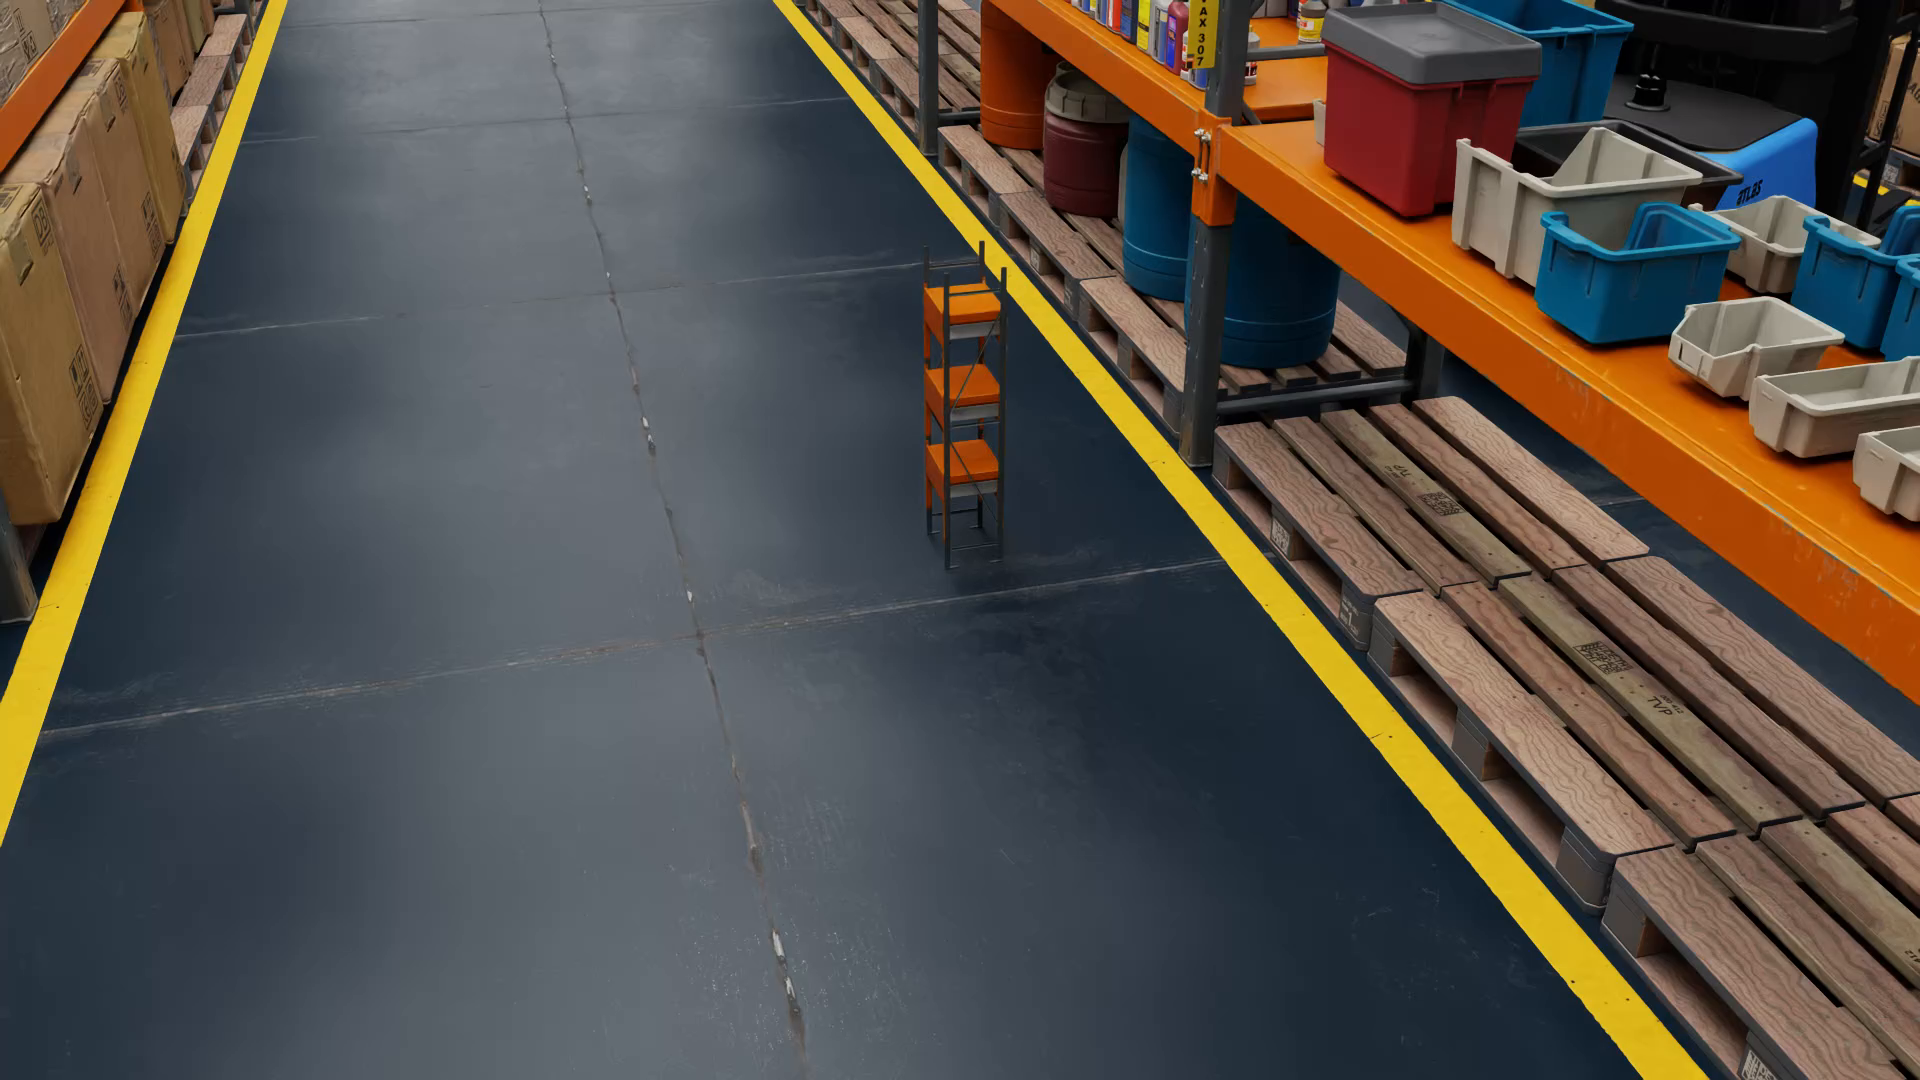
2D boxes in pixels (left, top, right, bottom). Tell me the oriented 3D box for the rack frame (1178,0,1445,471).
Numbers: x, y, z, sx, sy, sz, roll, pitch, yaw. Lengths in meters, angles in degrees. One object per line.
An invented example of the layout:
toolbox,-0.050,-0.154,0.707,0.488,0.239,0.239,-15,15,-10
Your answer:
rack frame,1.324,-1.654,5.614,1.000,3.000,0.127,-8,31,-13

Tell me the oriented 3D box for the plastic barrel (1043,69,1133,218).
plastic barrel,0.709,-1.945,8.104,0.600,0.588,0.708,-8,31,-13

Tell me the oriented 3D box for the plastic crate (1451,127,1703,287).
plastic crate,1.552,-0.867,4.312,0.437,0.282,0.530,-8,31,-13

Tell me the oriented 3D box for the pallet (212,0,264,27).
pallet,-5.787,-3.972,12.402,1.003,0.211,1.213,-8,31,-13

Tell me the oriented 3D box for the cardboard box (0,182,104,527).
cardboard box,-3.640,-0.564,5.432,1.225,0.875,0.875,-8,31,-13

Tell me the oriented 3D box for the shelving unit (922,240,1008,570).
shelving unit,0.014,-0.429,5.442,0.215,1.050,0.252,-8,31,-13

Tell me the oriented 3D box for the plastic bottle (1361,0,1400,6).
plastic bottle,1.533,-1.865,6.028,0.144,0.351,0.185,-8,31,-13

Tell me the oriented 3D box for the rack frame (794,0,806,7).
rack frame,-0.799,-5.518,12.289,1.000,3.000,0.127,-8,31,-13

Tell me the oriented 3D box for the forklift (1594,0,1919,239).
forklift,3.449,-2.390,6.953,1.130,2.935,3.031,26,39,38

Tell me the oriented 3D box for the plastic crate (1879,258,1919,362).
plastic crate,2.288,-0.475,3.683,0.416,0.233,0.300,-8,31,-13

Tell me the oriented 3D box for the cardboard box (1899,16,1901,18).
cardboard box,5.651,-2.681,9.444,0.500,0.500,0.500,-9,31,-15

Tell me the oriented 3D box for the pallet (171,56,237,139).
pallet,-5.039,-2.686,10.181,1.003,0.211,1.213,-8,31,-13

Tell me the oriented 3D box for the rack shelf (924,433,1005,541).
rack shelf,0.014,-0.179,5.587,0.215,0.259,0.240,-8,31,-13

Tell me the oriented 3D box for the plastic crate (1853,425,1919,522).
plastic crate,1.932,-0.146,3.211,0.396,0.136,0.243,-8,31,-13

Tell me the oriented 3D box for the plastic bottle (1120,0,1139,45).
plastic bottle,0.716,-2.123,6.472,0.144,0.351,0.185,-8,31,-13

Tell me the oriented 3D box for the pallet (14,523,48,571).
pallet,-3.728,-0.151,5.801,1.003,0.211,1.213,-8,31,-13

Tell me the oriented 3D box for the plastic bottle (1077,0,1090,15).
plastic bottle,0.580,-2.345,6.931,0.152,0.276,0.135,-8,31,-13

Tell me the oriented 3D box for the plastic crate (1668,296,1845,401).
plastic crate,1.738,-0.418,3.680,0.298,0.136,0.250,-8,31,-13

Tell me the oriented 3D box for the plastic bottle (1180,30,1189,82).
plastic bottle,0.851,-1.768,6.008,0.097,0.201,0.097,0,30,0

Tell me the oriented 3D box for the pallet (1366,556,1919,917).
pallet,1.884,0.493,4.688,1.003,0.211,1.213,-8,31,-13

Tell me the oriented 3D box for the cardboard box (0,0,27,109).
cardboard box,-3.599,-1.779,5.729,0.500,0.500,0.500,-9,31,-14

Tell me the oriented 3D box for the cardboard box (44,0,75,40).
cardboard box,-3.875,-2.273,6.584,0.500,0.500,0.500,-9,31,-15

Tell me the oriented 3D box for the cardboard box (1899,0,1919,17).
cardboard box,5.533,-3.229,9.642,0.500,0.250,0.500,-7,31,-11

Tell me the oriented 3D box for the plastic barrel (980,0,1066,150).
plastic barrel,0.409,-2.595,8.985,0.600,0.830,0.708,-8,31,-13

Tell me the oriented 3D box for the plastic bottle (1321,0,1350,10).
plastic bottle,1.472,-2.051,6.424,0.152,0.276,0.135,-8,31,-13

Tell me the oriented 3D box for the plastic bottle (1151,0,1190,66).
plastic bottle,0.811,-1.924,6.204,0.152,0.276,0.135,-8,31,-13

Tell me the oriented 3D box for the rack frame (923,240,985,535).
rack frame,-0.018,-0.487,5.544,0.200,1.050,0.008,-8,31,-13

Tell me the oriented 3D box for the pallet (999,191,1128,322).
pallet,0.832,-1.416,7.985,1.003,0.211,1.213,-8,31,-13

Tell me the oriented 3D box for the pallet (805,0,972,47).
pallet,-0.553,-3.937,12.341,1.003,0.211,1.213,-8,31,-13

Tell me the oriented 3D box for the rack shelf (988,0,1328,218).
rack shelf,0.793,-2.309,7.463,1.077,0.370,4.000,-8,31,-13

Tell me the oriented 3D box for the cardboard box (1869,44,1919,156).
cardboard box,5.301,-2.347,8.867,0.500,0.500,0.500,-9,31,-15

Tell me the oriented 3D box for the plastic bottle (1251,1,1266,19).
plastic bottle,1.176,-2.302,6.856,0.152,0.276,0.135,-8,31,-13

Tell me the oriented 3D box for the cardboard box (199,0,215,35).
cardboard box,-5.432,-3.669,11.150,0.700,0.500,0.500,-10,32,-17

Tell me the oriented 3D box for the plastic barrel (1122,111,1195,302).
plastic barrel,1.008,-1.535,7.083,0.600,0.901,0.708,-8,31,-13

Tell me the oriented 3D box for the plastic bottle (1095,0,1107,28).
plastic bottle,0.642,-2.233,6.737,0.152,0.276,0.135,-8,31,-13

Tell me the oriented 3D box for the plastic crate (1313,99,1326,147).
plastic crate,1.310,-1.322,5.243,0.396,0.136,0.243,-8,31,-13

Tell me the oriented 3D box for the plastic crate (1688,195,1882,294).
plastic crate,2.076,-0.765,4.281,0.293,0.136,0.466,-8,31,-13

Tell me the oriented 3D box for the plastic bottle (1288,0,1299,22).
plastic bottle,1.403,-2.266,6.788,0.061,0.283,0.133,-8,31,-13

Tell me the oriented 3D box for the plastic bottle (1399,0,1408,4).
plastic bottle,1.603,-1.902,6.158,0.061,0.283,0.133,-8,31,-13

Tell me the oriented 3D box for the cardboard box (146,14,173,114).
cardboard box,-4.869,-2.623,9.344,0.700,0.500,0.500,-10,32,-17

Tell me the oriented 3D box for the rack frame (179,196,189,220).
rack frame,-4.513,-2.928,7.814,1.000,3.000,0.127,-8,31,-13

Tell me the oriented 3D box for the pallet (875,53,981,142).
pallet,0.094,-2.759,10.305,1.003,0.211,1.213,-8,31,-13

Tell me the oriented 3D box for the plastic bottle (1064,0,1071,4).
plastic bottle,0.475,-2.454,7.111,0.061,0.283,0.133,-8,31,-13

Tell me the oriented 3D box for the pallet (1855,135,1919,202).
pallet,5.521,-2.082,9.137,1.003,0.211,1.213,-8,31,-13

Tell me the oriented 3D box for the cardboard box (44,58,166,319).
cardboard box,-4.120,-1.422,6.914,1.225,0.875,0.875,-8,31,-13

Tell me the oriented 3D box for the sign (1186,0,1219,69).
sign,0.793,-1.702,5.419,0.100,0.325,0.005,-8,31,-13

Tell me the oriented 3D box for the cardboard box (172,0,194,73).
cardboard box,-5.175,-3.166,10.281,0.700,0.500,0.500,-11,32,-18

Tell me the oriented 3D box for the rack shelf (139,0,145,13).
rack shelf,-5.044,-3.582,9.663,1.077,0.370,4.000,-8,31,-13
